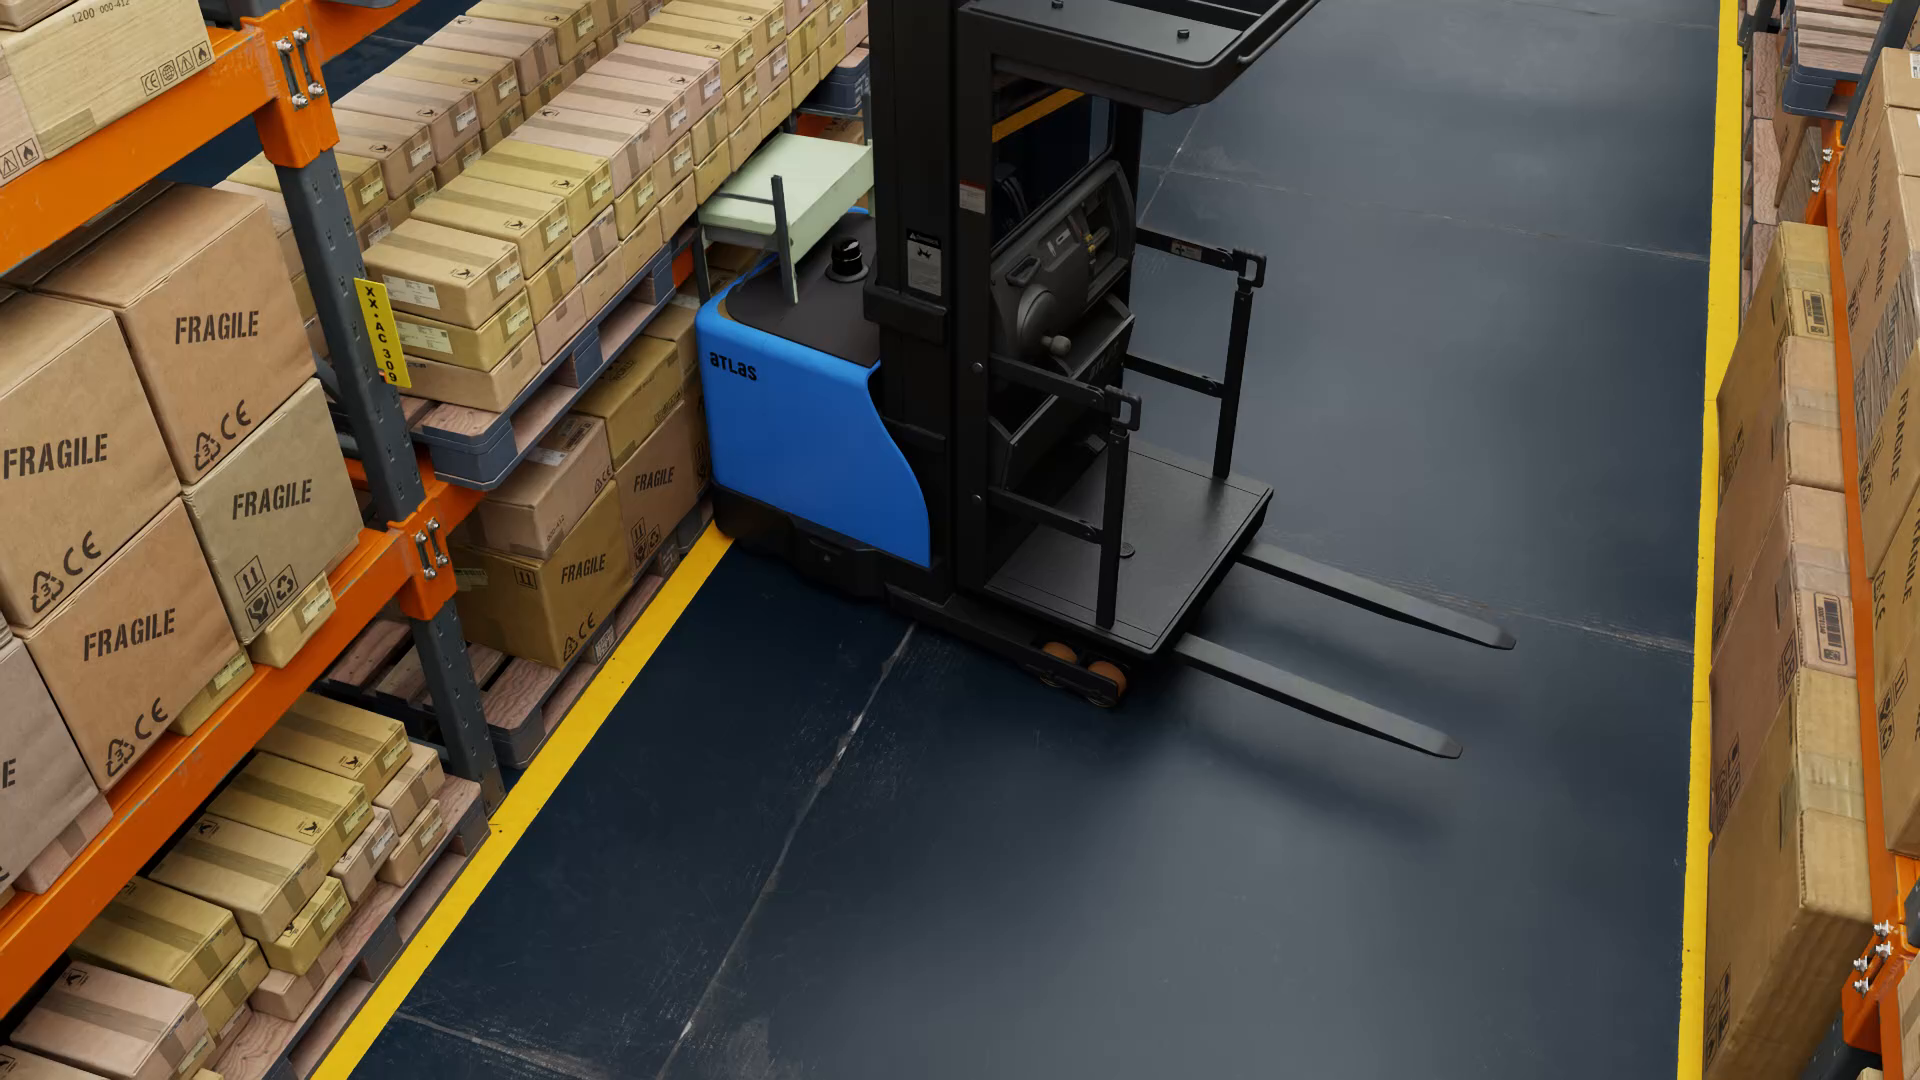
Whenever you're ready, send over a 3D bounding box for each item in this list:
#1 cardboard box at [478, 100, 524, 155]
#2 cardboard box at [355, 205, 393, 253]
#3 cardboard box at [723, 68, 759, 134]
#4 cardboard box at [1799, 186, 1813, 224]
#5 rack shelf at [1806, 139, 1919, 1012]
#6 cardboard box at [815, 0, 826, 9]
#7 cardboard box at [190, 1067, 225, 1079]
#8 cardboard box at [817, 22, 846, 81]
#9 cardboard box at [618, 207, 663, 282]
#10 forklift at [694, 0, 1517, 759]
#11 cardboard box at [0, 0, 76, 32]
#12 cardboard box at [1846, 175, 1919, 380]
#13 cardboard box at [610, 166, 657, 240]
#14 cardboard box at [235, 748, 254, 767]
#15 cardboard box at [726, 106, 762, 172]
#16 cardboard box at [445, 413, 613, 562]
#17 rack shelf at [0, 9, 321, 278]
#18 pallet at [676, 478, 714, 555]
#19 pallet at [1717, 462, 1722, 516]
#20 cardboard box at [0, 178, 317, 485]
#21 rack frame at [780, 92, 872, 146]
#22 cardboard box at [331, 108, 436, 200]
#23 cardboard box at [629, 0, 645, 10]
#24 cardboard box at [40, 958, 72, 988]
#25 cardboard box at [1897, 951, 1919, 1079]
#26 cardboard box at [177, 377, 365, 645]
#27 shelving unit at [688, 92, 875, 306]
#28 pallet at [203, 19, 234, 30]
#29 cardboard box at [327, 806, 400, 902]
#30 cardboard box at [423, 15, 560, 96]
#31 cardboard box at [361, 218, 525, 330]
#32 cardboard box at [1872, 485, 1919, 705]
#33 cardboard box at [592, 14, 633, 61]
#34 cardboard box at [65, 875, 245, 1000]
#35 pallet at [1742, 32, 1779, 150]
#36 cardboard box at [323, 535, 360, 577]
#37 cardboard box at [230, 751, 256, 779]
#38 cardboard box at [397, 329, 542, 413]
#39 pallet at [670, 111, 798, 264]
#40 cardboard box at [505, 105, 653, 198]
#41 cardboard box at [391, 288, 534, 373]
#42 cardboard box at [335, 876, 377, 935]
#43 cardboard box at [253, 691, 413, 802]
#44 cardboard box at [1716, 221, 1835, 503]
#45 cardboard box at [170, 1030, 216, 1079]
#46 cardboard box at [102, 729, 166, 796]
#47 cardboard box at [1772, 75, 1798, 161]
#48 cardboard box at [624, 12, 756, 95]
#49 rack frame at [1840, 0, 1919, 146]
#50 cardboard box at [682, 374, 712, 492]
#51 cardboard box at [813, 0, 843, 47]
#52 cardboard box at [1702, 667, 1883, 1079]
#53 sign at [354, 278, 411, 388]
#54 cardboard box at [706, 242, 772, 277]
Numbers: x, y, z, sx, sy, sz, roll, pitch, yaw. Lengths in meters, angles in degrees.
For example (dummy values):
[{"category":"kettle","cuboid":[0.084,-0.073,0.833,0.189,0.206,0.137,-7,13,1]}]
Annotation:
[{"category":"cardboard box","cuboid":[-1.740,-1.435,5.761,0.380,0.149,0.250,11,42,13]},{"category":"cardboard box","cuboid":[-2.007,-0.958,5.202,0.380,0.149,0.250,14,42,15]},{"category":"cardboard box","cuboid":[-0.946,-1.603,5.958,0.380,0.149,0.250,12,42,14]},{"category":"cardboard box","cuboid":[4.158,-1.240,7.479,0.700,0.500,0.500,11,42,13]},{"category":"rack shelf","cuboid":[3.264,-0.117,5.130,1.077,0.370,4.000,13,42,15]},{"category":"cardboard box","cuboid":[-0.681,-2.186,6.413,0.380,0.149,0.250,15,43,16]},{"category":"cardboard box","cuboid":[-2.214,1.538,4.509,0.380,0.149,0.250,13,42,15]},{"category":"cardboard box","cuboid":[-0.678,-1.975,6.623,0.380,0.149,0.250,13,42,15]},{"category":"cardboard box","cuboid":[-1.214,-1.010,5.493,0.380,0.149,0.250,14,42,16]},{"category":"forklift","cuboid":[0.536,-0.906,5.554,3.031,2.935,1.130,21,45,23]},{"category":"cardboard box","cuboid":[-1.965,-1.269,3.346,0.500,0.250,0.500,11,42,13]},{"category":"cardboard box","cuboid":[3.180,-0.784,5.281,0.500,0.500,0.500,13,42,14]},{"category":"cardboard box","cuboid":[-1.216,-1.123,5.396,0.380,0.149,0.250,12,42,13]},{"category":"cardboard box","cuboid":[-2.359,0.530,5.233,0.380,0.149,0.250,15,43,17]},{"category":"cardboard box","cuboid":[-0.949,-1.486,6.051,0.380,0.149,0.250,11,42,13]},{"category":"cardboard box","cuboid":[-1.545,-0.219,5.720,0.500,0.250,0.500,12,42,13]},{"category":"rack shelf","cuboid":[-2.730,0.019,2.659,1.077,0.370,4.000,13,42,15]},{"category":"pallet","cuboid":[-1.366,-0.494,7.166,1.003,0.211,1.213,13,42,15]},{"category":"pallet","cuboid":[3.608,-0.085,6.687,1.003,0.211,1.213,13,42,15]},{"category":"cardboard box","cuboid":[-1.953,-0.518,3.969,0.500,0.500,0.500,12,42,14]},{"category":"rack frame","cuboid":[-0.498,-1.138,6.814,0.400,1.500,0.023,13,41,19]},{"category":"cardboard box","cuboid":[-1.911,-1.233,5.296,0.380,0.149,0.250,12,42,14]},{"category":"cardboard box","cuboid":[-1.378,-2.184,6.411,0.380,0.149,0.250,15,43,17]},{"category":"cardboard box","cuboid":[-2.618,1.124,4.766,0.380,0.149,0.250,11,42,13]},{"category":"cardboard box","cuboid":[2.166,1.032,3.423,0.380,0.149,0.250,13,42,15]},{"category":"cardboard box","cuboid":[-1.946,-0.126,4.281,0.500,0.500,0.500,13,42,15]},{"category":"shelving unit","cuboid":[-0.639,-0.925,6.552,0.431,1.500,0.755,13,41,19]},{"category":"pallet","cuboid":[-5.096,-3.225,10.368,1.003,0.211,1.213,13,42,15]},{"category":"cardboard box","cuboid":[-1.936,0.909,5.017,0.380,0.149,0.250,11,42,13]},{"category":"cardboard box","cuboid":[-1.646,-1.706,5.851,0.380,0.149,0.250,11,42,13]},{"category":"cardboard box","cuboid":[-1.479,-0.762,4.743,0.380,0.149,0.250,15,43,17]},{"category":"cardboard box","cuboid":[2.659,0.145,4.192,0.500,0.500,0.500,15,43,16]},{"category":"cardboard box","cuboid":[-1.471,-1.914,6.323,0.380,0.149,0.250,13,42,15]},{"category":"cardboard box","cuboid":[-2.214,1.099,4.565,0.380,0.149,0.250,15,43,16]},{"category":"pallet","cuboid":[5.051,-2.514,9.534,1.003,0.211,1.213,13,42,15]},{"category":"cardboard box","cuboid":[-1.924,-0.011,4.646,0.380,0.149,0.250,13,42,15]},{"category":"cardboard box","cuboid":[-2.471,0.629,5.346,0.380,0.149,0.250,15,43,17]},{"category":"cardboard box","cuboid":[-1.479,-0.535,4.936,0.380,0.149,0.250,11,42,13]},{"category":"pallet","cuboid":[-1.317,-1.483,6.325,1.003,0.211,1.213,13,42,15]},{"category":"cardboard box","cuboid":[-1.212,-1.241,5.305,0.380,0.149,0.250,13,42,15]},{"category":"cardboard box","cuboid":[-1.479,-0.649,4.840,0.380,0.149,0.250,14,42,16]},{"category":"cardboard box","cuboid":[-2.028,1.047,5.085,0.380,0.149,0.250,14,43,16]},{"category":"cardboard box","cuboid":[-1.923,0.640,5.103,0.380,0.149,0.250,14,43,16]},{"category":"cardboard box","cuboid":[3.692,-0.545,6.392,1.225,0.875,0.875,11,42,13]},{"category":"cardboard box","cuboid":[-2.258,1.367,4.480,0.380,0.149,0.250,14,43,16]},{"category":"cardboard box","cuboid":[-2.210,0.462,4.091,0.380,0.149,0.250,12,42,14]},{"category":"cardboard box","cuboid":[4.714,-2.269,8.685,0.700,0.500,0.500,10,41,11]},{"category":"cardboard box","cuboid":[-0.949,-1.716,5.862,0.380,0.149,0.250,15,43,16]},{"category":"rack frame","cuboid":[3.948,-1.610,6.326,1.000,3.000,0.127,13,42,15]},{"category":"cardboard box","cuboid":[-1.199,-0.579,6.720,0.500,0.500,0.500,14,42,16]},{"category":"cardboard box","cuboid":[-0.683,-2.071,6.507,0.380,0.149,0.250,13,42,15]},{"category":"cardboard box","cuboid":[2.780,1.083,4.483,1.225,0.875,0.875,13,42,15]},{"category":"sign","cuboid":[-1.534,-0.547,4.413,0.100,0.325,0.005,13,42,15]},{"category":"cardboard box","cuboid":[-1.017,-1.174,6.840,0.500,0.250,0.500,14,42,16]}]
